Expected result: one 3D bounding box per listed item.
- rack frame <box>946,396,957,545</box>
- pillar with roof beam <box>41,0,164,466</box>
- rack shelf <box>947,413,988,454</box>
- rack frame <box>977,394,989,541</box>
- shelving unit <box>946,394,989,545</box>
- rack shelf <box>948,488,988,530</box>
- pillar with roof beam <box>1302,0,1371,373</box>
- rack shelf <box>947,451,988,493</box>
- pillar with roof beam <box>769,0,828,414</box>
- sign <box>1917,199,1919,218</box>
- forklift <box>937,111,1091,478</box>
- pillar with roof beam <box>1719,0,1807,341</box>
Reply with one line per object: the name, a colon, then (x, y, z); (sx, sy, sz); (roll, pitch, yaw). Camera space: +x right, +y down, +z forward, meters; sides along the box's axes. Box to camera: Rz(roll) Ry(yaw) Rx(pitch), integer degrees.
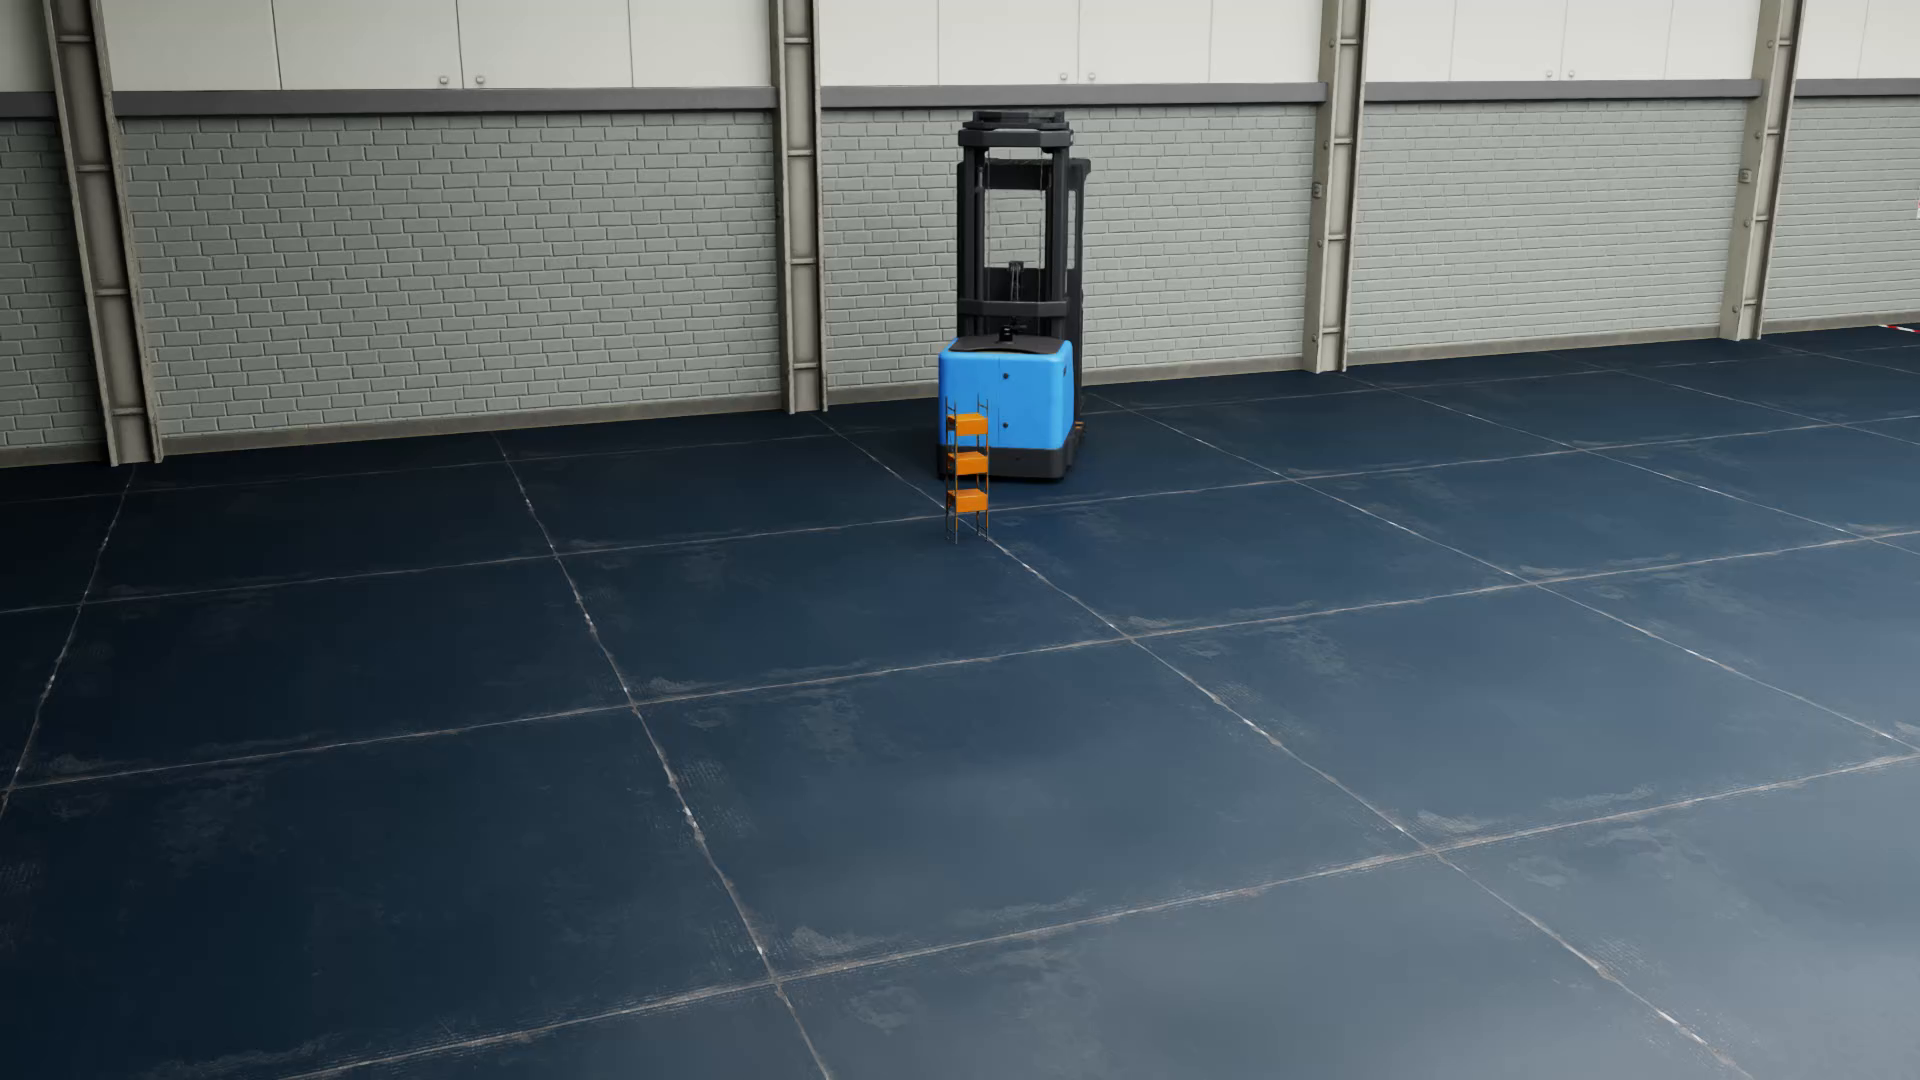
rack frame: (-0.064, -0.497, 11.927); (0.008, 1.050, 0.200); (-6, 17, -20)
pillar with roof beam: (-5.605, -3.875, 9.322); (0.400, 9.000, 9.100); (-6, 17, -20)
rack shelf: (0.050, -0.771, 11.892); (0.240, 0.259, 0.215); (-6, 17, -20)
rack frame: (0.164, -0.521, 12.011); (0.008, 1.050, 0.200); (-6, 17, -20)
shelving unit: (0.050, -0.509, 11.969); (0.252, 1.050, 0.215); (-6, 17, -20)
rack shelf: (0.050, -0.232, 12.050); (0.240, 0.259, 0.215); (-6, 17, -20)
pillar with roof beam: (5.600, -5.084, 13.441); (0.400, 9.000, 9.100); (-6, 17, -20)
rack shelf: (0.050, -0.499, 11.972); (0.240, 0.259, 0.215); (-6, 17, -20)
pillar with roof beam: (-0.003, -4.480, 11.381); (0.400, 9.000, 9.100); (-6, 17, -20)
sign: (12.391, -4.298, 21.347); (0.234, 0.329, 0.001); (-6, 17, -20)
forklift: (0.555, -2.282, 14.666); (1.130, 2.935, 3.031); (3, 17, 9)
pillar with roof beam: (11.203, -5.689, 15.501); (0.400, 9.000, 9.100); (-6, 17, -20)
